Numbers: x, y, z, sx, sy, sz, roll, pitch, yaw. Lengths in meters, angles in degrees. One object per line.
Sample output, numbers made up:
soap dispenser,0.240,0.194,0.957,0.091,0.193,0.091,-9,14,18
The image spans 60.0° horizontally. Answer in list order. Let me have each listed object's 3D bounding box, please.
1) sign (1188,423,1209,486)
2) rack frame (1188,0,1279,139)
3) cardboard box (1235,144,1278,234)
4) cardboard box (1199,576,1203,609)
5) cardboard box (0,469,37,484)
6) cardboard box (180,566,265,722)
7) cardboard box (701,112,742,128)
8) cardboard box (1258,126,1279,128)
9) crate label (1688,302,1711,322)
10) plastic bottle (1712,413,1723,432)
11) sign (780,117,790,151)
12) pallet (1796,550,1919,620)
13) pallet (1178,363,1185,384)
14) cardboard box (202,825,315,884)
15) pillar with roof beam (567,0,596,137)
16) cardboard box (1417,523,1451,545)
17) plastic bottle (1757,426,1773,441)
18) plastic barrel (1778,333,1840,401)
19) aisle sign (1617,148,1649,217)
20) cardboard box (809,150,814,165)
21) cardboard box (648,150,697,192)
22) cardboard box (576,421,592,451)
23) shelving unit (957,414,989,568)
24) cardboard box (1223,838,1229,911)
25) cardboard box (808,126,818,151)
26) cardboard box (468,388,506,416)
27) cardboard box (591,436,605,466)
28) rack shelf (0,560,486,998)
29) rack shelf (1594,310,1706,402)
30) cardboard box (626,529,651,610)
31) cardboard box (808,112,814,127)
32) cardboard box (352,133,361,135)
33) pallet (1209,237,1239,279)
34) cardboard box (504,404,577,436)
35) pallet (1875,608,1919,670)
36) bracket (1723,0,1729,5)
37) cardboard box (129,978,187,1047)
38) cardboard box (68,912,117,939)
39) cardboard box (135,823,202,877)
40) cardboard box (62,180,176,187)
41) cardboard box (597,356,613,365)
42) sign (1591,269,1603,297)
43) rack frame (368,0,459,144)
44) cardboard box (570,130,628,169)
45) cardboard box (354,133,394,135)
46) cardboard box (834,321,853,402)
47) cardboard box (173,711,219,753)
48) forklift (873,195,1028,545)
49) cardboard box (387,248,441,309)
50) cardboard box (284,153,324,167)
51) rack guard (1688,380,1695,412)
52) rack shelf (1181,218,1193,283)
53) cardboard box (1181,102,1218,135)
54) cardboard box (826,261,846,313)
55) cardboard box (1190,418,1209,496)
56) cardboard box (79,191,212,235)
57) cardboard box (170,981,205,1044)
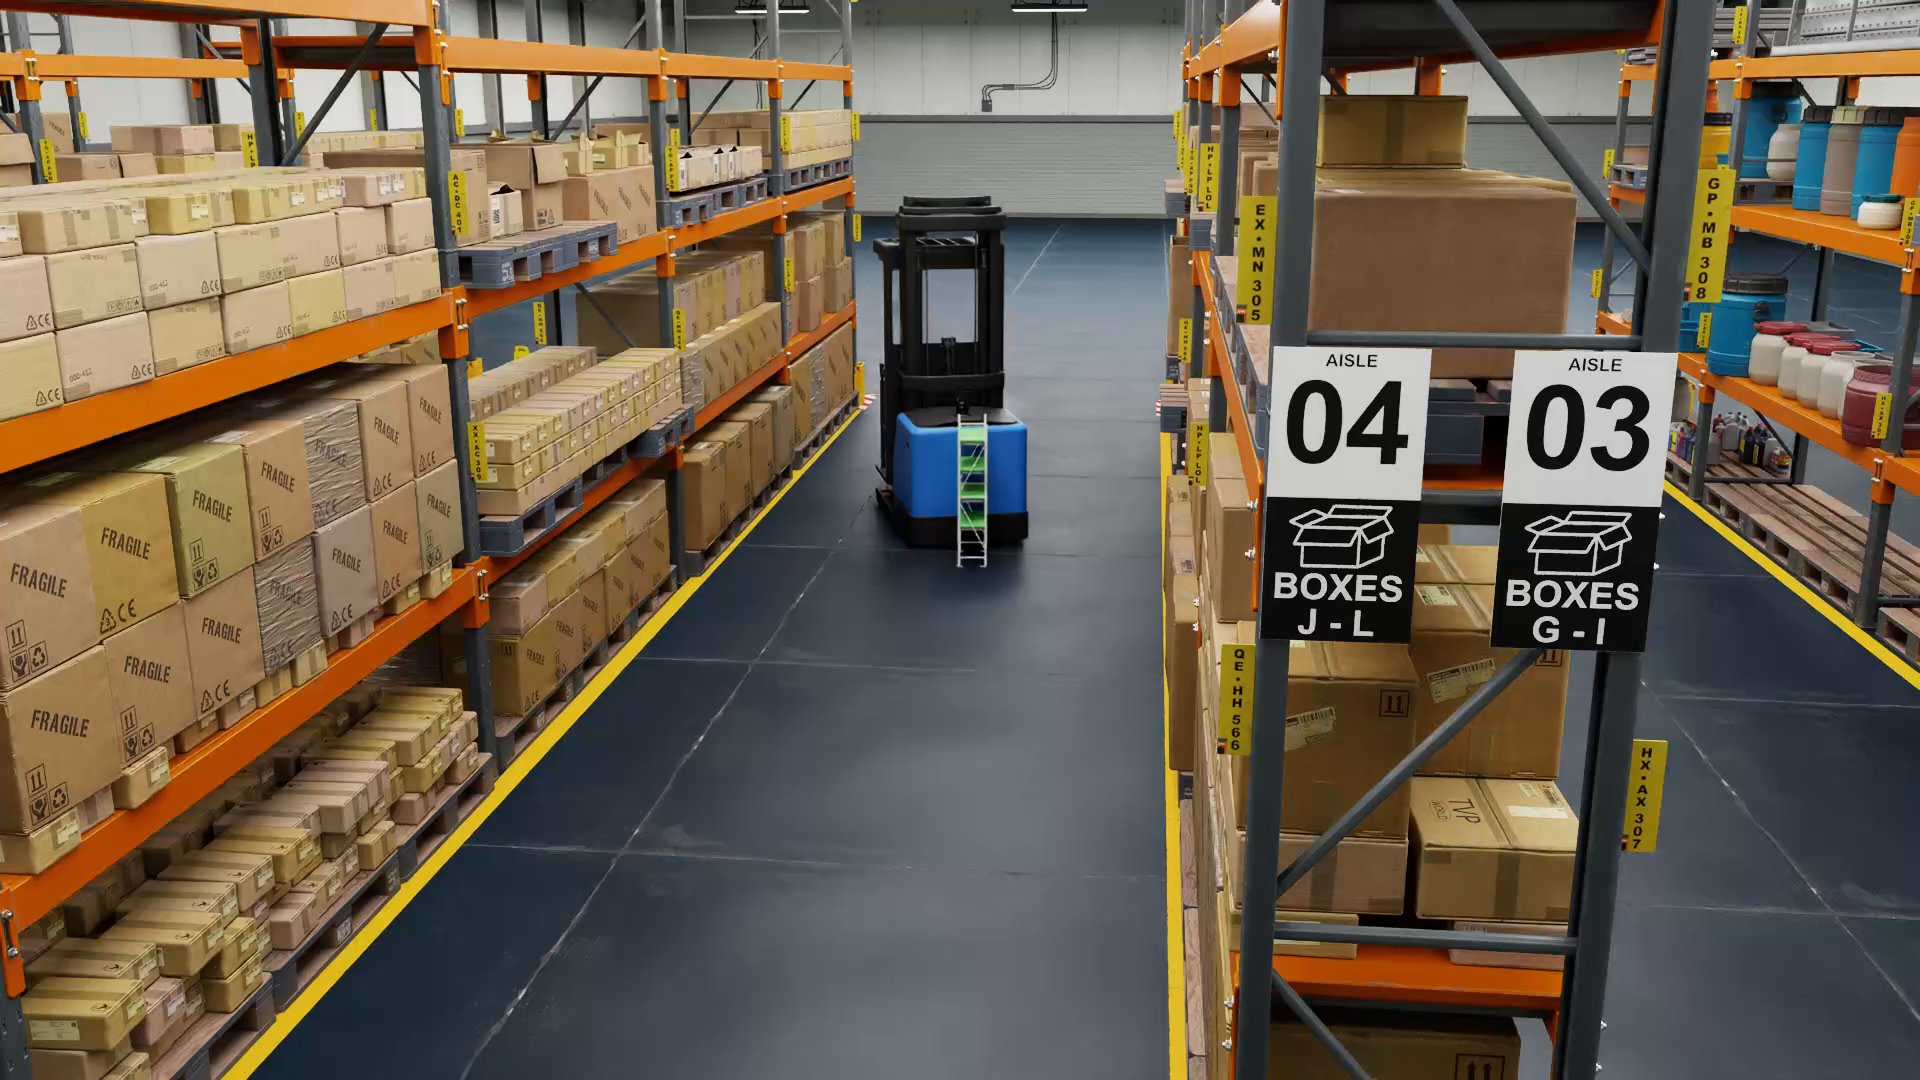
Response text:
sign,1.217,-0.436,8.460,0.100,0.325,0.005,2,15,6
rack frame,2.660,-4.872,15.441,1.000,3.000,0.127,2,15,6
cardboard box,1.999,-2.109,9.966,0.797,0.503,0.637,1,15,5
cardboard box,1.393,0.287,8.336,0.380,0.149,0.250,2,15,6
cardboard box,-3.749,0.032,6.121,0.500,0.500,0.500,1,15,4
cardboard box,-3.183,0.397,6.685,0.500,0.500,0.500,2,15,7
cardboard box,-2.475,-4.346,17.199,0.380,0.149,0.250,2,15,6
cardboard box,2.628,-3.053,13.310,0.500,0.500,0.500,1,15,5
crate label,8.094,-2.400,17.722,0.502,0.435,0.616,2,15,6
plastic bottle,8.099,-1.218,17.781,0.061,0.283,0.133,2,15,6
sign,-1.717,-3.985,16.311,0.100,0.325,0.005,2,15,6
pallet,7.256,0.353,12.951,1.003,0.211,1.213,2,15,6
pallet,2.391,-1.361,14.316,1.003,0.211,1.213,2,15,6
cardboard box,-3.085,1.382,7.321,0.380,0.149,0.250,2,15,7
pillar with roof beam,-5.656,-12.291,42.876,9.100,9.000,0.548,2,15,6
cardboard box,1.910,-0.078,7.483,0.500,0.500,0.500,2,15,7
plastic bottle,8.085,-0.961,16.702,0.144,0.351,0.185,2,15,8
plastic barrel,7.173,-1.464,14.069,0.433,0.535,0.433,0,15,0
aisle sign,7.750,-4.150,19.283,0.394,0.787,0.004,2,15,6
cardboard box,-1.765,-4.075,17.723,0.380,0.149,0.250,1,15,5
cardboard box,-2.408,-2.948,13.247,0.500,0.311,0.500,2,15,6
cardboard box,-2.545,-0.659,10.460,0.380,0.149,0.250,2,15,9
shelving unit,0.103,-0.415,13.897,0.258,1.200,0.503,0,15,0
cardboard box,1.047,1.088,5.374,0.380,0.149,0.250,2,15,7
cardboard box,-1.812,-4.299,17.789,0.500,0.250,0.500,2,15,6
cardboard box,-3.160,-0.890,10.745,0.380,0.149,0.250,1,15,4
cardboard box,-2.516,-0.583,10.747,0.380,0.149,0.250,1,15,5
rack shelf,-3.385,0.792,7.363,1.077,0.370,4.000,2,15,6
rack shelf,7.807,-2.002,17.697,1.077,0.370,4.000,2,15,6
cardboard box,-2.585,0.206,12.139,0.500,0.500,0.500,2,15,9
cardboard box,-1.765,-4.460,17.621,0.380,0.149,0.250,2,15,7
cardboard box,-7.115,-4.672,19.402,0.380,0.149,0.250,2,15,6
pallet,1.812,-1.496,9.069,0.805,0.209,1.217,1,15,4
cardboard box,-2.571,-0.734,10.169,0.380,0.149,0.250,1,15,6
pallet,7.082,0.759,11.451,1.003,0.211,1.213,2,15,6
bracket,22.004,-15.516,47.908,0.235,0.232,0.430,2,15,6
cardboard box,-3.210,1.796,6.361,0.380,0.149,0.250,2,15,6
cardboard box,-3.646,1.647,6.912,0.380,0.149,0.250,2,15,6
cardboard box,-3.608,1.369,7.369,0.380,0.149,0.250,1,15,4
cardboard box,-3.629,-1.475,7.191,0.380,0.149,0.250,2,15,9
cardboard box,-2.924,-1.284,13.473,0.500,0.500,0.500,2,15,6
sign,7.487,-3.019,19.549,0.100,0.325,0.005,2,15,6
rack frame,-6.735,-6.202,20.357,1.000,3.000,0.127,2,15,6
cardboard box,-2.539,-2.731,11.610,0.396,0.266,0.258,2,15,6
cardboard box,-6.728,-4.594,19.111,0.380,0.149,0.250,1,15,5
cardboard box,-1.816,-2.185,20.263,0.875,0.875,0.875,2,15,7
cardboard box,-3.230,0.734,6.681,0.380,0.149,0.250,2,15,6
forklift,-0.192,-1.712,15.380,1.130,2.935,3.031,-3,15,-11
cardboard box,-2.947,-1.314,8.316,0.500,0.250,0.500,2,15,8
cardboard box,-6.865,-3.893,17.285,0.500,0.250,0.500,1,15,5
rack guard,8.071,-1.640,19.769,1.175,0.500,0.348,2,15,6
rack shelf,2.434,-2.558,14.008,1.077,0.370,4.000,2,15,6
cardboard box,2.675,-4.518,18.157,0.500,0.500,0.500,2,15,6
cardboard box,-1.843,-3.018,19.788,0.875,0.550,0.550,2,15,6
cardboard box,1.715,-0.473,10.472,0.500,0.500,0.500,2,15,6
cardboard box,-3.122,-1.255,6.377,0.380,0.149,0.250,2,15,8
cardboard box,-3.264,1.876,6.635,0.380,0.149,0.250,2,15,7
